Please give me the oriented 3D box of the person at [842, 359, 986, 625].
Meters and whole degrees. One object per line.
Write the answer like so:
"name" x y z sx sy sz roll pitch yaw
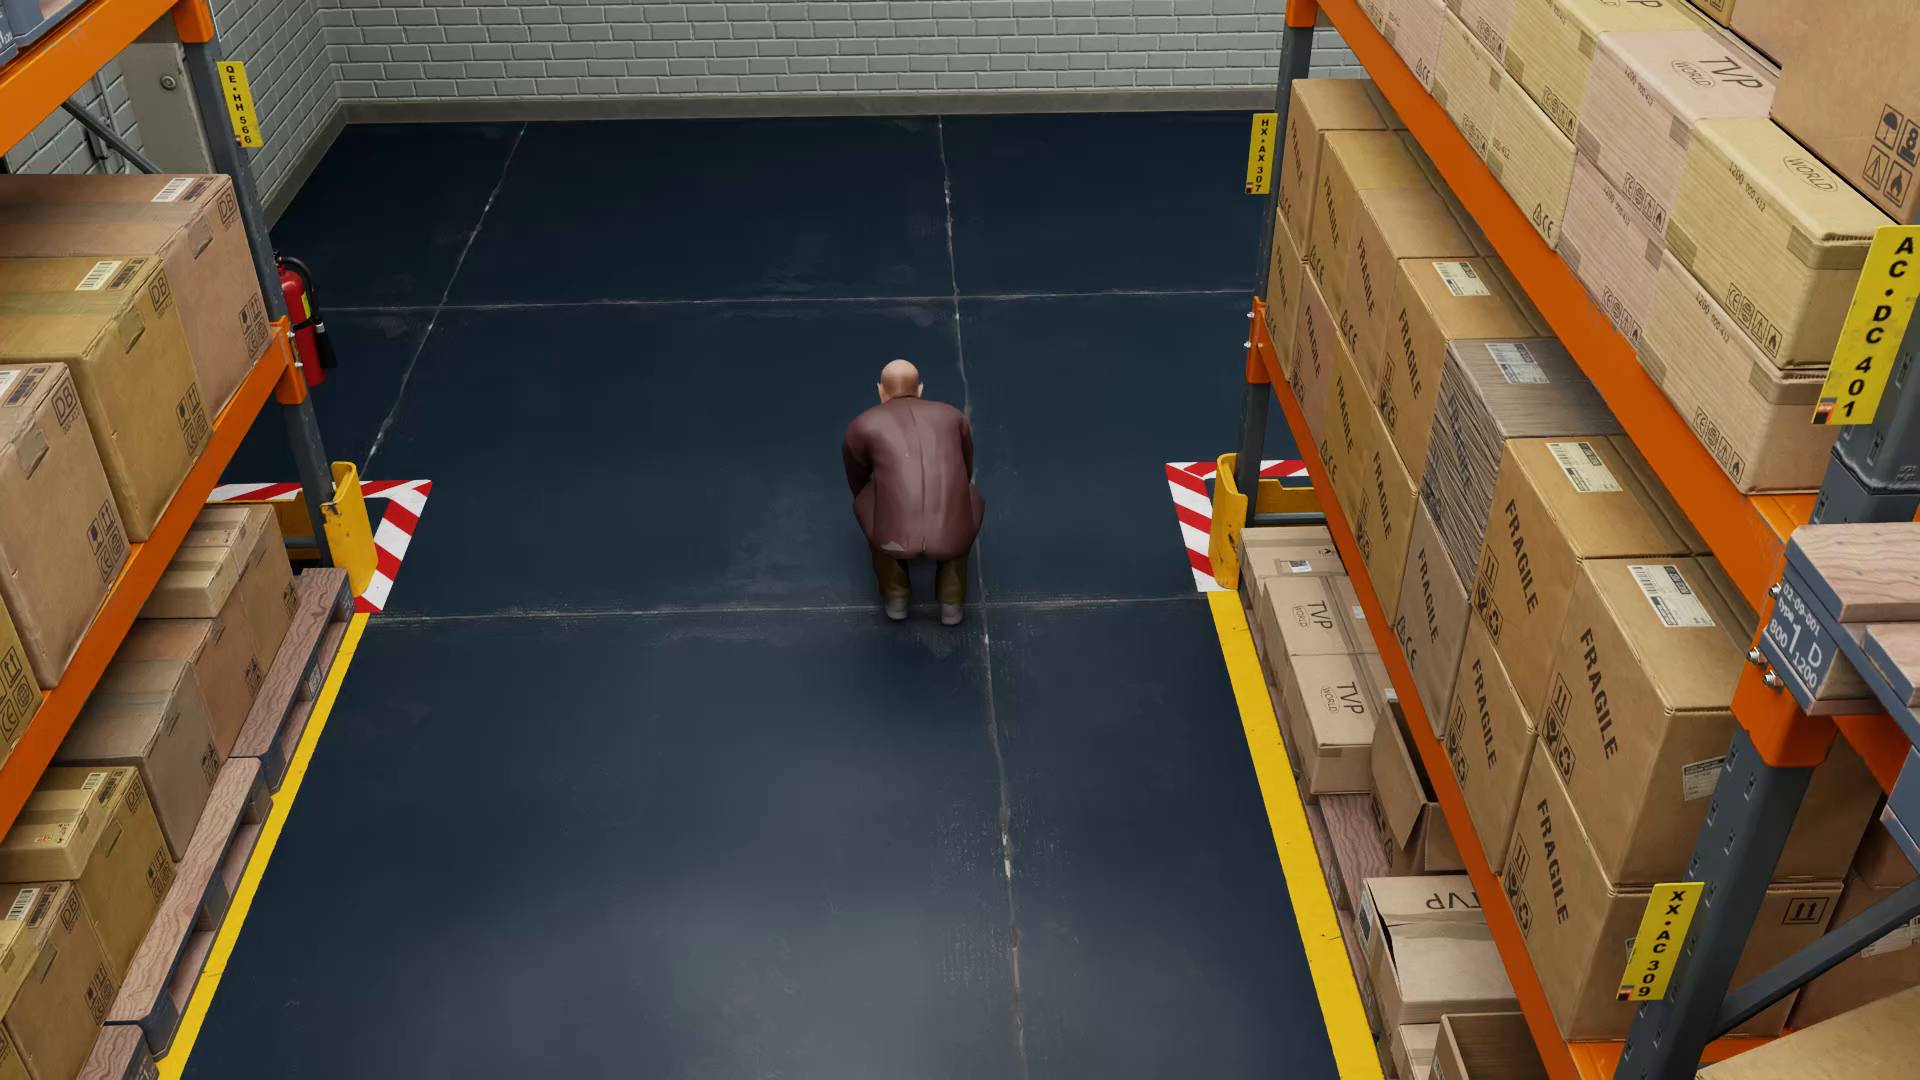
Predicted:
"person" -0.190 -0.186 7.148 0.596 0.955 0.900 -2 35 -2
